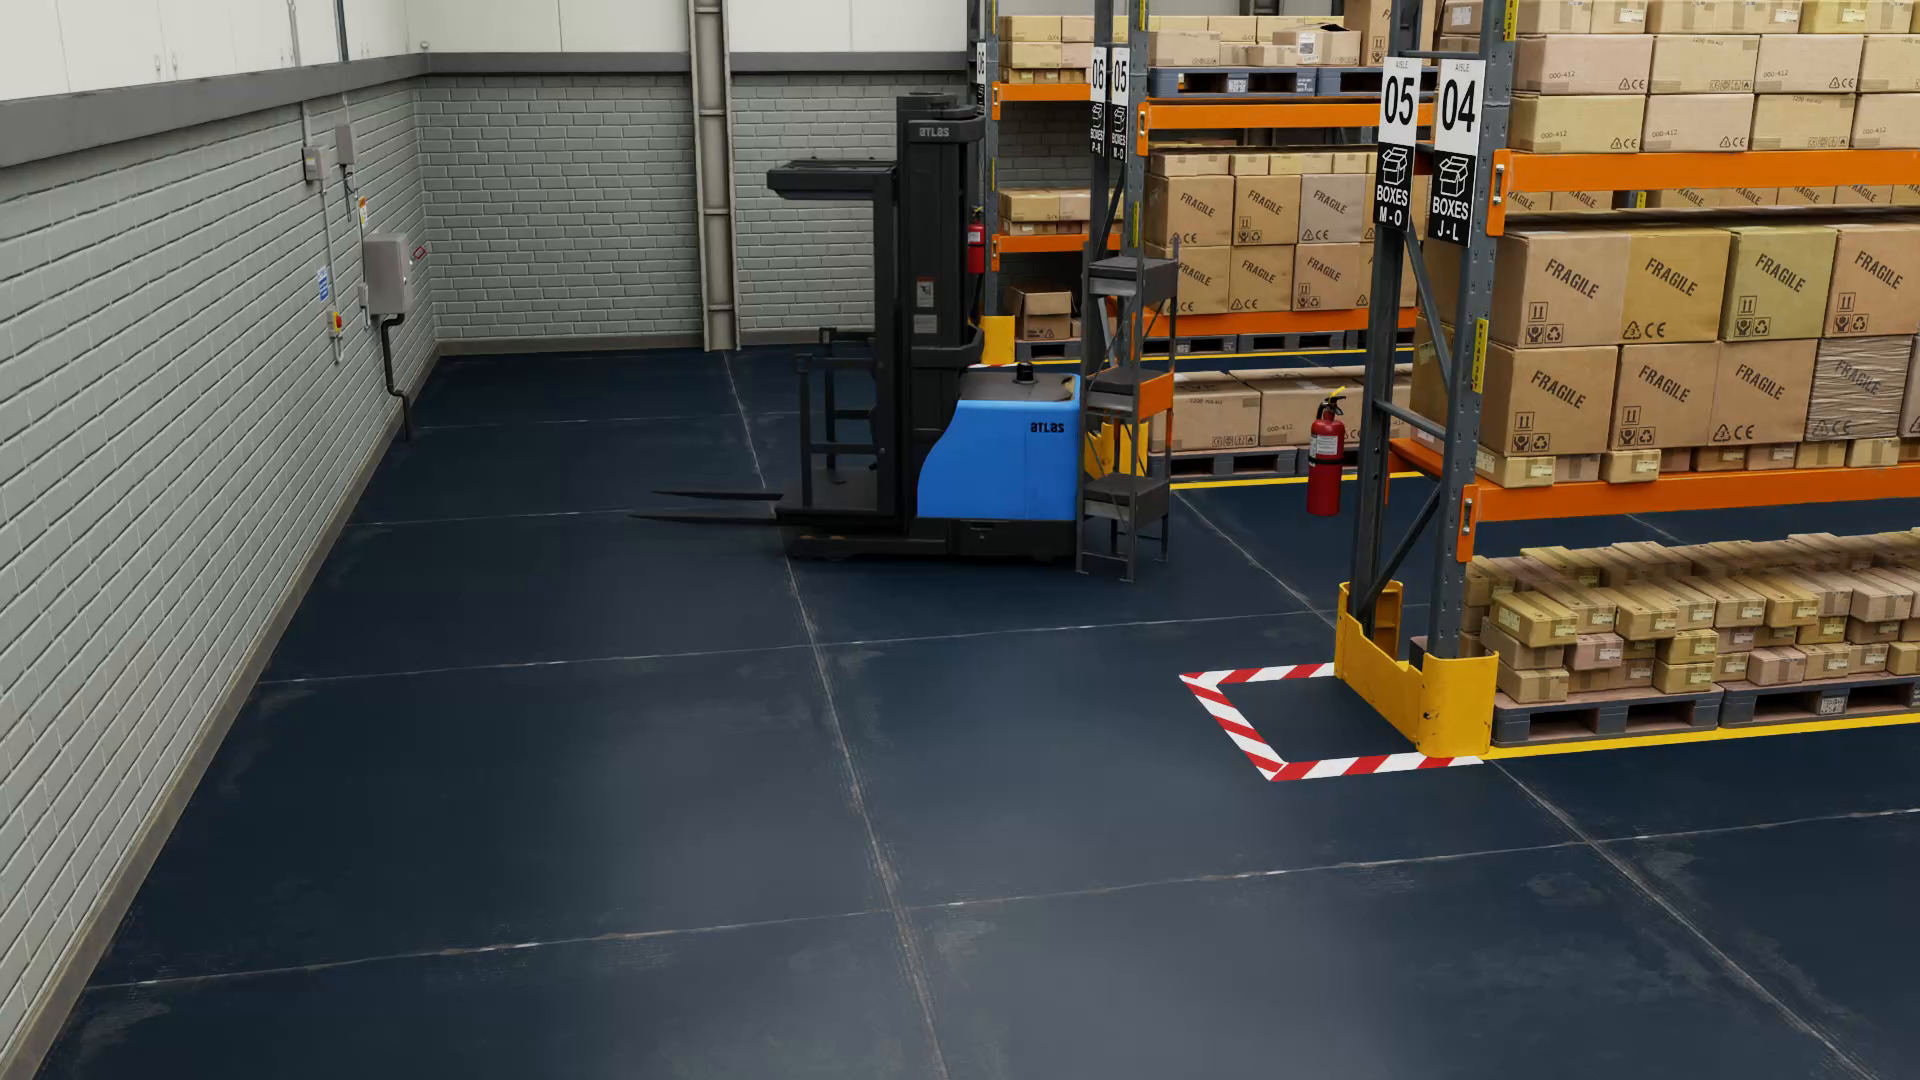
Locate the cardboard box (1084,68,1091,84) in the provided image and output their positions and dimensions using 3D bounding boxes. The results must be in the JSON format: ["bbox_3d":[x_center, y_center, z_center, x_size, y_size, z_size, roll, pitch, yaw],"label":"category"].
[{"bbox_3d":[1.353,-4.696,16.810,0.250,0.149,0.380,-3,17,-9],"label":"cardboard box"}]

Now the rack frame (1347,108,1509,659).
[{"bbox_3d":[2.207,-0.563,8.037,0.127,3.000,1.000,-3,17,-10],"label":"rack frame"}]

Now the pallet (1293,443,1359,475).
[{"bbox_3d":[3.135,-0.786,13.510,1.213,0.211,1.003,-3,17,-10],"label":"pallet"}]

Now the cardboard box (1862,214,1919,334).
[{"bbox_3d":[4.713,-1.295,8.040,0.500,0.500,0.500,-3,17,-9],"label":"cardboard box"}]

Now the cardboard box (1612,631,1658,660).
[{"bbox_3d":[3.274,0.463,8.328,0.250,0.149,0.380,-3,17,-10],"label":"cardboard box"}]

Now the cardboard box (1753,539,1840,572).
[{"bbox_3d":[4.468,0.128,8.912,0.250,0.149,0.380,-4,18,-13],"label":"cardboard box"}]

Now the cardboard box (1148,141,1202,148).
[{"bbox_3d":[2.193,-3.876,17.293,0.500,0.500,0.500,-3,17,-9],"label":"cardboard box"}]

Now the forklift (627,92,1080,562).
[{"bbox_3d":[-0.685,-1.413,10.922,3.031,2.935,1.130,1,17,5],"label":"forklift"}]

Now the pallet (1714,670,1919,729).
[{"bbox_3d":[4.282,0.663,8.792,1.213,0.211,1.003,-3,17,-10],"label":"pallet"}]

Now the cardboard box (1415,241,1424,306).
[{"bbox_3d":[3.695,-2.093,12.848,0.500,0.500,0.500,-4,17,-11],"label":"cardboard box"}]

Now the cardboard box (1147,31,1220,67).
[{"bbox_3d":[1.594,-3.646,12.336,0.500,0.250,0.500,-5,18,-16],"label":"cardboard box"}]

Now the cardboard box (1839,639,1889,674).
[{"bbox_3d":[4.529,0.549,8.556,0.250,0.149,0.380,-3,17,-9],"label":"cardboard box"}]

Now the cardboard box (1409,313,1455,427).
[{"bbox_3d":[2.600,-0.852,8.302,0.500,0.500,0.500,-3,17,-9],"label":"cardboard box"}]

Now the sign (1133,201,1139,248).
[{"bbox_3d":[1.269,-2.276,12.004,0.005,0.325,0.100,-3,17,-10],"label":"sign"}]

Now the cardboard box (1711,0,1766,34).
[{"bbox_3d":[3.341,-2.324,7.385,0.250,0.149,0.380,-3,17,-10],"label":"cardboard box"}]

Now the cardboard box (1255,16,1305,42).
[{"bbox_3d":[3.205,-5.253,17.095,0.500,0.250,0.500,-4,17,-11],"label":"cardboard box"}]

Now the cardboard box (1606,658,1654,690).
[{"bbox_3d":[3.267,0.608,8.364,0.250,0.149,0.380,-3,17,-10],"label":"cardboard box"}]

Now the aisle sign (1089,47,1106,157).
[{"bbox_3d":[1.040,-3.313,12.561,0.004,0.787,0.394,-3,17,-10],"label":"aisle sign"}]

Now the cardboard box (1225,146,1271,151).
[{"bbox_3d":[2.221,-2.960,12.862,0.250,0.149,0.380,-3,17,-9],"label":"cardboard box"}]

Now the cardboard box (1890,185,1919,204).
[{"bbox_3d":[7.575,-2.795,13.430,0.500,0.500,0.500,-3,17,-10],"label":"cardboard box"}]

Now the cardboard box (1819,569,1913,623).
[{"bbox_3d":[4.568,0.280,8.417,0.250,0.149,0.380,-4,17,-12],"label":"cardboard box"}]

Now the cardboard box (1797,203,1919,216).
[{"bbox_3d":[4.639,-1.447,8.533,0.500,0.500,0.500,-3,17,-10],"label":"cardboard box"}]

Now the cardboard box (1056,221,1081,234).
[{"bbox_3d":[1.091,-3.287,17.331,0.250,0.149,0.380,-3,17,-11],"label":"cardboard box"}]

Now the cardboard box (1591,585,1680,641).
[{"bbox_3d":[3.306,0.356,8.171,0.250,0.149,0.380,-3,17,-11],"label":"cardboard box"}]

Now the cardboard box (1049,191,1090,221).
[{"bbox_3d":[1.215,-3.462,17.222,0.500,0.250,0.500,-3,17,-10],"label":"cardboard box"}]

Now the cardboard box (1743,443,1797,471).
[{"bbox_3d":[3.851,-0.460,8.128,0.250,0.149,0.380,-4,17,-12],"label":"cardboard box"}]

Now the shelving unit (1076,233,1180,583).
[{"bbox_3d":[1.045,-0.826,10.426,0.431,2.100,0.503,11,20,31],"label":"shelving unit"}]

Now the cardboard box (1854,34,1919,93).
[{"bbox_3d":[4.195,-2.197,7.650,0.500,0.250,0.500,-4,18,-13],"label":"cardboard box"}]

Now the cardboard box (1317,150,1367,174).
[{"bbox_3d":[2.847,-2.828,12.434,0.250,0.149,0.380,-3,17,-10],"label":"cardboard box"}]

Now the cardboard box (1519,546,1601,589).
[{"bbox_3d":[3.167,0.163,8.798,0.250,0.149,0.380,-4,17,-12],"label":"cardboard box"}]

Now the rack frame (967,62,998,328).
[{"bbox_3d":[0.224,-3.415,17.322,0.127,3.000,1.000,-3,17,-10],"label":"rack frame"}]

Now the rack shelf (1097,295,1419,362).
[{"bbox_3d":[3.133,-1.752,13.133,4.000,0.370,1.077,-3,17,-10],"label":"rack shelf"}]

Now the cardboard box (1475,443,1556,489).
[{"bbox_3d":[2.588,-0.367,7.825,0.250,0.149,0.380,-3,17,-11],"label":"cardboard box"}]

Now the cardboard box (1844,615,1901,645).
[{"bbox_3d":[4.585,0.396,8.546,0.250,0.149,0.380,-4,18,-13],"label":"cardboard box"}]

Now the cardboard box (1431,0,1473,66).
[{"bbox_3d":[3.779,-3.855,12.583,0.637,0.503,0.797,-2,17,-6],"label":"cardboard box"}]

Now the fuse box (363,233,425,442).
[{"bbox_3d":[-4.618,-1.662,13.807,0.414,1.711,0.539,-3,17,-10],"label":"fuse box"}]

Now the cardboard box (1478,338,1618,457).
[{"bbox_3d":[2.701,-0.699,7.801,0.500,0.500,0.500,-2,17,-8],"label":"cardboard box"}]

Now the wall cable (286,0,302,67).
[{"bbox_3d":[-4.362,-4.454,10.488,0.029,3.000,0.463,-3,17,-10],"label":"wall cable"}]

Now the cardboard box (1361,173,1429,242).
[{"bbox_3d":[3.194,-2.545,12.615,0.500,0.500,0.500,-3,17,-10],"label":"cardboard box"}]

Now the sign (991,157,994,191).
[{"bbox_3d":[0.327,-3.673,16.686,0.005,0.325,0.100,-3,17,-10],"label":"sign"}]

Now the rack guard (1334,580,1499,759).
[{"bbox_3d":[2.282,0.627,8.418,0.348,0.500,1.175,-3,17,-10],"label":"rack guard"}]

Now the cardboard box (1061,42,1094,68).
[{"bbox_3d":[1.207,-4.900,16.796,0.500,0.250,0.500,-3,17,-9],"label":"cardboard box"}]

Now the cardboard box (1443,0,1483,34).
[{"bbox_3d":[2.478,-2.458,7.823,0.250,0.149,0.380,-3,17,-11],"label":"cardboard box"}]

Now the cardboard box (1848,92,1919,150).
[{"bbox_3d":[4.227,-1.963,7.740,0.500,0.250,0.500,-3,17,-11],"label":"cardboard box"}]

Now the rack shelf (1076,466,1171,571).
[{"bbox_3d":[1.045,-0.144,10.635,0.431,0.518,0.480,11,20,31],"label":"rack shelf"}]

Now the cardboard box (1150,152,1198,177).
[{"bbox_3d":[1.570,-2.760,12.212,0.250,0.149,0.380,-3,17,-9],"label":"cardboard box"}]

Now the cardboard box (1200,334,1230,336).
[{"bbox_3d":[2.708,-2.522,17.957,0.500,0.500,0.700,-4,18,-13],"label":"cardboard box"}]

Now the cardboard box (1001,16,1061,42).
[{"bbox_3d":[0.707,-5.111,16.632,0.500,0.250,0.500,-3,17,-11],"label":"cardboard box"}]
